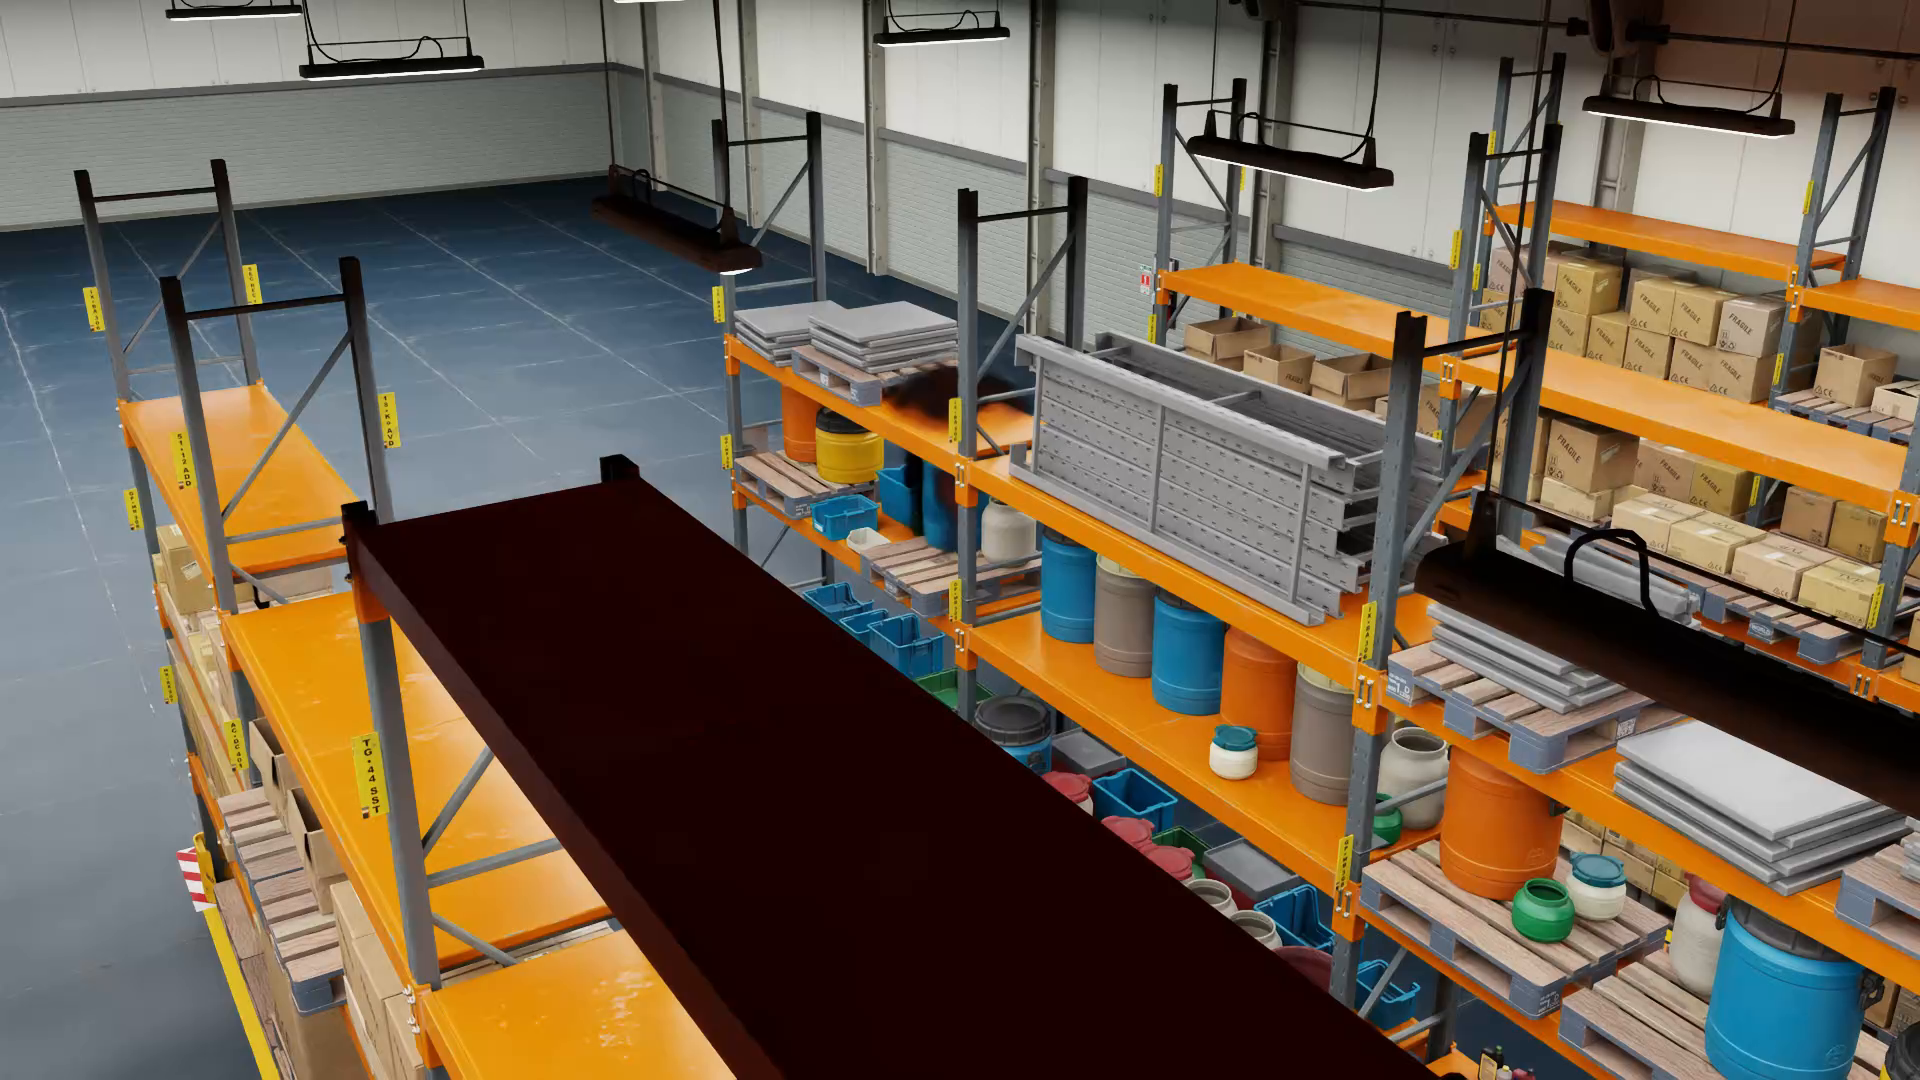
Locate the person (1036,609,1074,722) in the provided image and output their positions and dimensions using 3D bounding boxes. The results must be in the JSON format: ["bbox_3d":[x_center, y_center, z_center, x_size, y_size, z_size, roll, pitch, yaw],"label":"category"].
[{"bbox_3d":[1.043,0.973,16.834,0.548,1.662,0.668,-16,27,-35],"label":"person"}]
